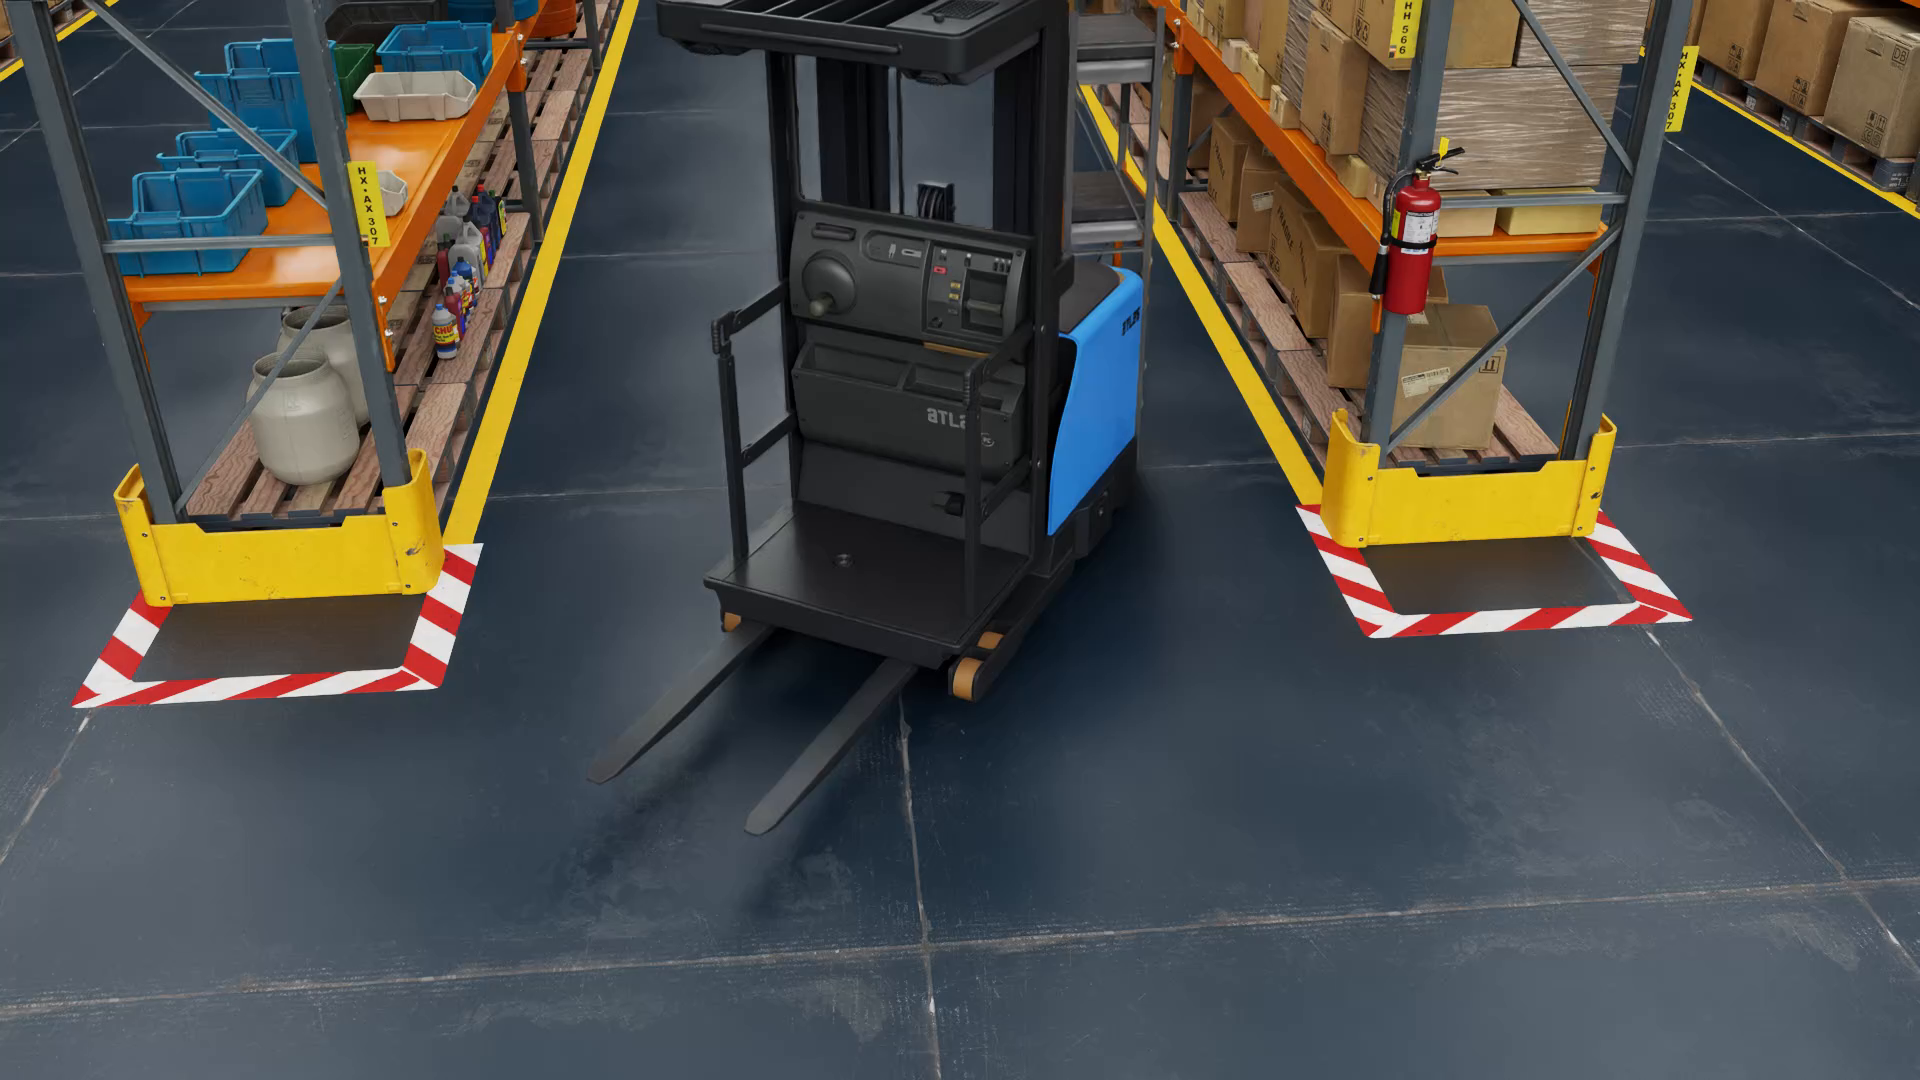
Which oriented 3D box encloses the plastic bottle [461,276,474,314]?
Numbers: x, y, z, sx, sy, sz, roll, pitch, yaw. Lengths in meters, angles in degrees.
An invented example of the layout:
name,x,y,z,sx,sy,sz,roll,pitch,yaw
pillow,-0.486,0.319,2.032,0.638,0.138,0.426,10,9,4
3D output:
name,x,y,z,sx,sy,sz,roll,pitch,yaw
plastic bottle,-2.634,-1.296,8.795,0.097,0.201,0.097,0,31,0

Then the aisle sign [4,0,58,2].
name,x,y,z,sx,sy,sz,roll,pitch,yaw
aisle sign,-3.013,-2.157,5.400,0.394,0.787,0.004,-3,31,-5

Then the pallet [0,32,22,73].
name,x,y,z,sx,sy,sz,roll,pitch,yaw
pallet,-8.435,-4.126,13.953,1.003,0.211,1.213,-3,31,-5

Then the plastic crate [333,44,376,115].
name,x,y,z,sx,sy,sz,roll,pitch,yaw
plastic crate,-3.252,-2.336,8.443,0.450,0.188,0.662,-3,31,-5

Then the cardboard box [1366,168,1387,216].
name,x,y,z,sx,sy,sz,roll,pitch,yaw
cardboard box,1.953,-1.484,7.055,0.380,0.149,0.250,-3,31,-5

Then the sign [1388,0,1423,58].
name,x,y,z,sx,sy,sz,roll,pitch,yaw
sign,1.653,-1.945,6.144,0.100,0.325,0.005,-3,31,-5

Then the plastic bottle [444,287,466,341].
name,x,y,z,sx,sy,sz,roll,pitch,yaw
plastic bottle,-2.586,-1.171,8.506,0.061,0.283,0.133,-2,31,-4

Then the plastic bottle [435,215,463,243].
name,x,y,z,sx,sy,sz,roll,pitch,yaw
plastic bottle,-2.878,-1.721,9.432,0.152,0.276,0.135,-3,31,-5

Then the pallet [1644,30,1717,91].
name,x,y,z,sx,sy,sz,roll,pitch,yaw
pallet,6.406,-3.996,13.734,1.003,0.211,1.213,-3,31,-5

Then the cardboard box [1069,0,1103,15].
name,x,y,z,sx,sy,sz,roll,pitch,yaw
cardboard box,1.416,-5.035,14.416,1.225,0.875,0.875,-4,31,-7

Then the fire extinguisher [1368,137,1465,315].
name,x,y,z,sx,sy,sz,roll,pitch,yaw
fire extinguisher,1.759,-1.215,6.435,0.296,0.674,0.183,-3,31,-5

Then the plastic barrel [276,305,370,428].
name,x,y,z,sx,sy,sz,roll,pitch,yaw
plastic barrel,-2.908,-0.792,7.668,0.421,0.512,0.421,0,31,0

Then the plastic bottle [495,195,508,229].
name,x,y,z,sx,sy,sz,roll,pitch,yaw
plastic bottle,-2.753,-1.951,9.891,0.097,0.201,0.097,0,31,0

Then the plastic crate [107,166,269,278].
name,x,y,z,sx,sy,sz,roll,pitch,yaw
plastic crate,-3.068,-1.269,6.594,0.499,0.251,0.616,-3,31,-5

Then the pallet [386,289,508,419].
name,x,y,z,sx,sy,sz,roll,pitch,yaw
pallet,-2.959,-0.968,8.664,1.003,0.211,1.213,-3,31,-5

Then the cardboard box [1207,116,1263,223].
name,x,y,z,sx,sy,sz,roll,pitch,yaw
cardboard box,1.831,-2.272,10.157,0.500,0.500,0.500,-4,31,-6

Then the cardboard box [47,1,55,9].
name,x,y,z,sx,sy,sz,roll,pitch,yaw
cardboard box,-8.258,-4.826,14.413,0.500,0.500,0.500,-3,31,-5

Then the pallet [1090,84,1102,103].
name,x,y,z,sx,sy,sz,roll,pitch,yaw
pallet,1.532,-3.817,13.435,1.003,0.211,1.213,-3,31,-5

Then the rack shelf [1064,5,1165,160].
name,x,y,z,sx,sy,sz,roll,pitch,yaw
rack shelf,0.603,-1.979,7.177,0.431,0.518,0.480,-5,31,-9

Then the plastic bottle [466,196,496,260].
name,x,y,z,sx,sy,sz,roll,pitch,yaw
plastic bottle,-2.732,-1.773,9.447,0.144,0.351,0.185,-4,31,-7

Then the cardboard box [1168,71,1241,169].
name,x,y,z,sx,sy,sz,roll,pitch,yaw
cardboard box,1.798,-2.801,11.024,0.700,0.500,0.500,-5,31,-8

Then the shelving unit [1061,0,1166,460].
name,x,y,z,sx,sy,sz,roll,pitch,yaw
shelving unit,0.603,-1.390,7.529,0.431,2.100,0.503,-5,31,-9

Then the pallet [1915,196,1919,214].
name,x,y,z,sx,sy,sz,roll,pitch,yaw
pallet,6.775,-1.968,10.339,1.003,0.211,1.213,-3,31,-5

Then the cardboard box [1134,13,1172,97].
name,x,y,z,sx,sy,sz,roll,pitch,yaw
cardboard box,1.667,-3.616,12.388,0.700,0.500,0.500,0,31,0

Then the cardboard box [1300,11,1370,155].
name,x,y,z,sx,sy,sz,roll,pitch,yaw
cardboard box,2.017,-2.031,7.338,0.875,0.500,0.500,-3,31,-5

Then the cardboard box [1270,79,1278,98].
name,x,y,z,sx,sy,sz,roll,pitch,yaw
cardboard box,1.776,-2.248,8.334,0.380,0.149,0.250,-3,31,-5

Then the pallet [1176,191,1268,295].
name,x,y,z,sx,sy,sz,roll,pitch,yaw
pallet,1.932,-1.833,10.113,1.003,0.211,1.213,-3,31,-5

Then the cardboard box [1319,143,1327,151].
name,x,y,z,sx,sy,sz,roll,pitch,yaw
cardboard box,1.888,-1.868,7.696,0.380,0.149,0.250,-3,31,-5

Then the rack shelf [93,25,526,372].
name,x,y,z,sx,sy,sz,roll,pitch,yaw
rack shelf,-2.911,-1.804,8.046,1.077,0.370,4.000,-3,31,-5

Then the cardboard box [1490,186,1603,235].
name,x,y,z,sx,sy,sz,roll,pitch,yaw
cardboard box,2.418,-1.378,6.877,0.380,0.149,0.250,-3,31,-5

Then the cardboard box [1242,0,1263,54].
name,x,y,z,sx,sy,sz,roll,pitch,yaw
cardboard box,1.973,-2.802,8.628,0.875,0.500,0.500,-3,31,-5

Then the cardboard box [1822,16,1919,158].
name,x,y,z,sx,sy,sz,roll,pitch,yaw
cardboard box,6.634,-3.084,11.273,1.050,0.750,0.750,-3,31,-5

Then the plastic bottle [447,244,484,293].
name,x,y,z,sx,sy,sz,roll,pitch,yaw
plastic bottle,-2.691,-1.492,9.050,0.152,0.276,0.135,-2,31,-4

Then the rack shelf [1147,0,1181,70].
name,x,y,z,sx,sy,sz,roll,pitch,yaw
rack shelf,1.647,-4.083,11.863,1.077,0.370,4.000,-3,31,-5

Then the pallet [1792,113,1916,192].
name,x,y,z,sx,sy,sz,roll,pitch,yaw
pallet,6.634,-2.750,11.649,1.003,0.211,1.213,-3,31,-5

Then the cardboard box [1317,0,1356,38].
name,x,y,z,sx,sy,sz,roll,pitch,yaw
cardboard box,1.858,-2.453,7.069,0.500,0.500,0.500,-3,31,-5

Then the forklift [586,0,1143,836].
name,x,y,z,sx,sy,sz,roll,pitch,yaw
forklift,-0.290,-0.908,5.912,1.130,2.935,3.031,14,33,21

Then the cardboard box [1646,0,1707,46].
name,x,y,z,sx,sy,sz,roll,pitch,yaw
cardboard box,6.375,-4.499,13.641,1.050,0.750,0.750,-3,31,-5

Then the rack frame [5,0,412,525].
name,x,y,z,sx,sy,sz,roll,pitch,yaw
rack frame,-2.724,-1.092,6.152,1.000,3.000,0.127,-3,31,-5

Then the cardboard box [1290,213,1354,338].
name,x,y,z,sx,sy,sz,roll,pitch,yaw
cardboard box,2.036,-1.380,8.663,0.500,0.500,0.500,0,31,0

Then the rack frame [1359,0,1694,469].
name,x,y,z,sx,sy,sz,roll,pitch,yaw
rack frame,2.208,-1.329,6.550,1.000,3.000,0.127,-3,31,-5

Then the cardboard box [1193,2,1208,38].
name,x,y,z,sx,sy,sz,roll,pitch,yaw
cardboard box,1.565,-3.011,9.611,0.380,0.149,0.250,-3,31,-5

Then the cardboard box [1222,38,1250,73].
name,x,y,z,sx,sy,sz,roll,pitch,yaw
cardboard box,1.631,-2.628,8.969,0.380,0.149,0.250,-3,31,-5

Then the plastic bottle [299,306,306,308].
name,x,y,z,sx,sy,sz,roll,pitch,yaw
plastic bottle,-3.328,-1.158,8.490,0.152,0.276,0.135,-3,31,-4
